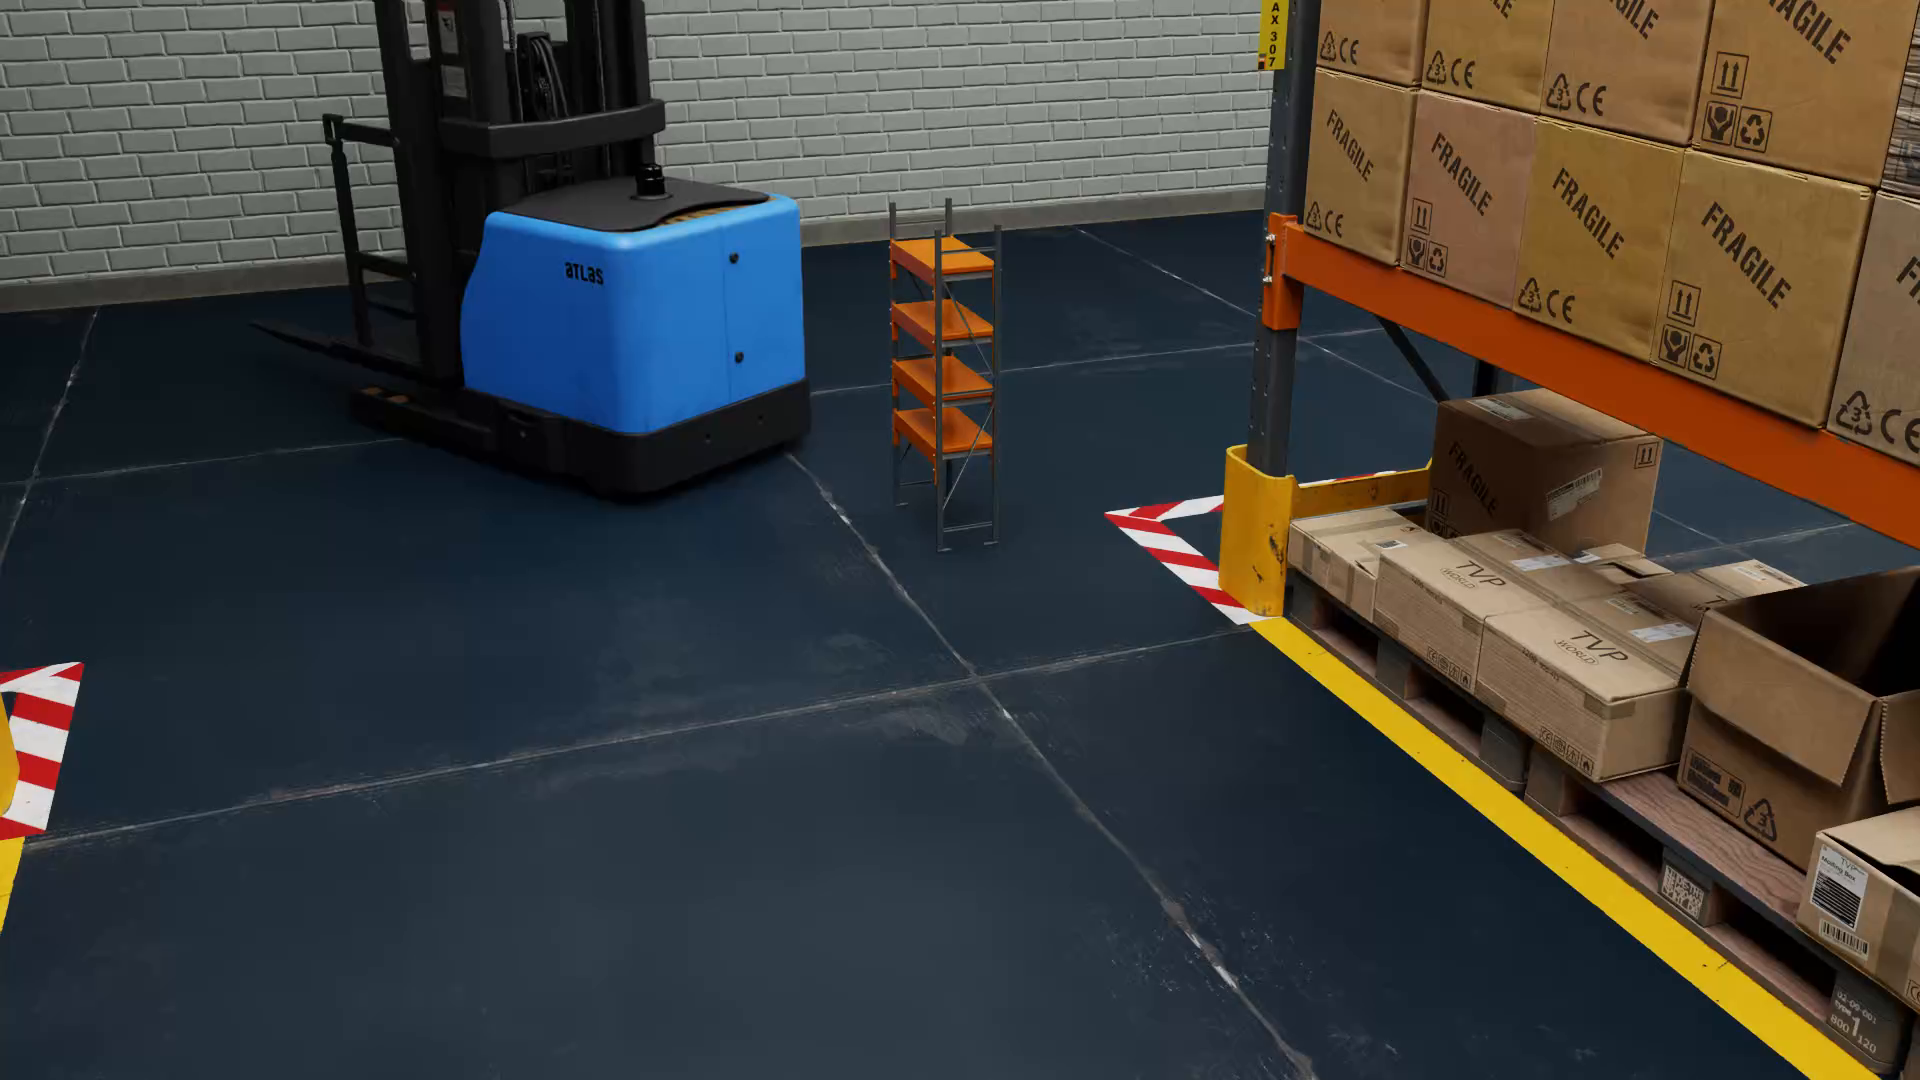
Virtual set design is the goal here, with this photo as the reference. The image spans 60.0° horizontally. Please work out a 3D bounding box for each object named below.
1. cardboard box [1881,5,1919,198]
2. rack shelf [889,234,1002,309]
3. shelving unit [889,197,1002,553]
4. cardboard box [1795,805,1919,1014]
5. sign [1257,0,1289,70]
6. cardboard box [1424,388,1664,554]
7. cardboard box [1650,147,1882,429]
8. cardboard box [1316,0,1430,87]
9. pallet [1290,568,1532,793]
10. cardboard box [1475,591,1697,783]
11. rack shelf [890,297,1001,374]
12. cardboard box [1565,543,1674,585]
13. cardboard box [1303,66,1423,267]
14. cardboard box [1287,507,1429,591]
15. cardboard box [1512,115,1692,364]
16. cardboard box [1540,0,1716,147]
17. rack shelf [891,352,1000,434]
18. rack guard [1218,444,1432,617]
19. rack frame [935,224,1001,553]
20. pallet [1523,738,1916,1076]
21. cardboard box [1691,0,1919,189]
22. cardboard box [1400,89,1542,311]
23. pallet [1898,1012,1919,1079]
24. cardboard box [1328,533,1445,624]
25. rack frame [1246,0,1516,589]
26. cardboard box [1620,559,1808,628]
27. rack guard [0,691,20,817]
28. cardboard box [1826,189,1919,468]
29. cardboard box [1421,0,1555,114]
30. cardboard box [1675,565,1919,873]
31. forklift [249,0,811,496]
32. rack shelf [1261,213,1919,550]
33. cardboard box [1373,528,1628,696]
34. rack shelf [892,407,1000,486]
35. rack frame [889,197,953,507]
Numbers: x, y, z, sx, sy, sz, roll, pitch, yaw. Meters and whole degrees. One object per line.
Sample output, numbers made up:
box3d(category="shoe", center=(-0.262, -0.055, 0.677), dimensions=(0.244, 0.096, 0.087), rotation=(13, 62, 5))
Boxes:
box3d(category="cardboard box", center=(2.104, -0.854, 2.998), dimensions=(0.500, 0.500, 0.500), rotation=(-8, 24, -19))
box3d(category="rack shelf", center=(-0.059, -0.975, 6.007), dimensions=(0.258, 0.148, 0.480), rotation=(-8, 24, -19))
box3d(category="shelving unit", center=(-0.058, -0.613, 6.160), dimensions=(0.258, 1.200, 0.503), rotation=(-8, 24, -19))
box3d(category="cardboard box", center=(2.154, 0.766, 3.467), dimensions=(0.500, 0.311, 0.500), rotation=(-8, 24, -19))
box3d(category="sign", center=(0.965, -1.608, 5.088), dimensions=(0.100, 0.325, 0.005), rotation=(-8, 24, -19))
box3d(category="cardboard box", center=(1.895, -0.170, 5.444), dimensions=(0.500, 0.500, 0.500), rotation=(-8, 24, -19))
box3d(category="cardboard box", center=(1.920, -0.581, 3.637), dimensions=(0.500, 0.500, 0.500), rotation=(-8, 24, -18))
box3d(category="cardboard box", center=(1.383, -1.593, 4.751), dimensions=(0.500, 0.500, 0.500), rotation=(-8, 24, -17))
box3d(category="pallet", center=(1.782, 0.319, 5.222), dimensions=(1.003, 0.211, 1.213), rotation=(-8, 24, -19))
box3d(category="cardboard box", center=(1.753, 0.381, 4.458), dimensions=(0.500, 0.250, 0.500), rotation=(-8, 24, -19))
box3d(category="rack shelf", center=(-0.059, -0.757, 6.099), dimensions=(0.258, 0.148, 0.480), rotation=(-8, 24, -19))
box3d(category="cardboard box", center=(1.954, 0.143, 5.131), dimensions=(0.380, 0.166, 0.250), rotation=(-8, 24, -19))
box3d(category="cardboard box", center=(1.383, -1.132, 4.945), dimensions=(0.500, 0.500, 0.500), rotation=(-8, 24, -18))
box3d(category="cardboard box", center=(1.299, 0.027, 5.428), dimensions=(0.380, 0.149, 0.250), rotation=(-8, 24, -19))
box3d(category="cardboard box", center=(1.745, -0.763, 4.068), dimensions=(0.500, 0.500, 0.500), rotation=(-8, 24, -19))
box3d(category="cardboard box", center=(1.747, -1.221, 3.870), dimensions=(0.500, 0.500, 0.500), rotation=(-8, 24, -18))
box3d(category="rack shelf", center=(-0.058, -0.551, 6.186), dimensions=(0.258, 0.148, 0.480), rotation=(-8, 24, -19))
box3d(category="rack guard", center=(1.500, -0.104, 5.853), dimensions=(1.175, 0.500, 0.348), rotation=(-8, 24, -19))
box3d(category="rack frame", center=(0.028, -0.524, 5.949), dimensions=(0.240, 1.200, 0.015), rotation=(-8, 24, -19))
box3d(category="pallet", center=(2.210, 0.761, 4.172), dimensions=(1.003, 0.211, 1.213), rotation=(-8, 24, -19))
box3d(category="cardboard box", center=(1.927, -1.037, 3.432), dimensions=(0.500, 0.500, 0.500), rotation=(-9, 24, -19))
box3d(category="cardboard box", center=(1.570, -0.945, 4.502), dimensions=(0.500, 0.500, 0.500), rotation=(-9, 24, -20))
box3d(category="pallet", center=(2.644, 1.205, 3.118), dimensions=(1.003, 0.211, 1.213), rotation=(-8, 24, -19))
box3d(category="cardboard box", center=(1.388, 0.110, 5.209), dimensions=(0.380, 0.166, 0.250), rotation=(-8, 24, -19))
box3d(category="rack frame", center=(1.473, -1.283, 5.433), dimensions=(1.000, 3.000, 0.127), rotation=(-8, 24, -19))
box3d(category="cardboard box", center=(2.203, 0.294, 4.664), dimensions=(0.500, 0.250, 0.500), rotation=(-8, 24, -19))
box3d(category="rack guard", center=(-3.169, 0.541, 4.323), dimensions=(1.175, 0.500, 0.348), rotation=(-8, 24, -19))
box3d(category="cardboard box", center=(2.102, -0.396, 3.199), dimensions=(0.500, 0.500, 0.500), rotation=(-8, 24, -18))
box3d(category="cardboard box", center=(1.575, -1.404, 4.303), dimensions=(0.500, 0.500, 0.500), rotation=(-8, 24, -18))
box3d(category="cardboard box", center=(2.217, 0.436, 4.002), dimensions=(0.797, 0.503, 0.637), rotation=(-8, 24, -19))
box3d(category="forklift", center=(-2.122, -1.971, 7.152), dimensions=(3.031, 2.935, 1.130), rotation=(17, 28, 34))
box3d(category="rack shelf", center=(2.179, -0.225, 3.848), dimensions=(1.077, 0.370, 4.000), rotation=(-8, 24, -19))
box3d(category="cardboard box", center=(1.576, 0.199, 4.889), dimensions=(0.500, 0.250, 0.500), rotation=(-8, 24, -19))
box3d(category="rack shelf", center=(-0.058, -0.368, 6.263), dimensions=(0.258, 0.148, 0.480), rotation=(-8, 24, -19))
box3d(category="rack frame", center=(-0.145, -0.702, 6.370), dimensions=(0.240, 1.200, 0.015), rotation=(-8, 24, -19))
